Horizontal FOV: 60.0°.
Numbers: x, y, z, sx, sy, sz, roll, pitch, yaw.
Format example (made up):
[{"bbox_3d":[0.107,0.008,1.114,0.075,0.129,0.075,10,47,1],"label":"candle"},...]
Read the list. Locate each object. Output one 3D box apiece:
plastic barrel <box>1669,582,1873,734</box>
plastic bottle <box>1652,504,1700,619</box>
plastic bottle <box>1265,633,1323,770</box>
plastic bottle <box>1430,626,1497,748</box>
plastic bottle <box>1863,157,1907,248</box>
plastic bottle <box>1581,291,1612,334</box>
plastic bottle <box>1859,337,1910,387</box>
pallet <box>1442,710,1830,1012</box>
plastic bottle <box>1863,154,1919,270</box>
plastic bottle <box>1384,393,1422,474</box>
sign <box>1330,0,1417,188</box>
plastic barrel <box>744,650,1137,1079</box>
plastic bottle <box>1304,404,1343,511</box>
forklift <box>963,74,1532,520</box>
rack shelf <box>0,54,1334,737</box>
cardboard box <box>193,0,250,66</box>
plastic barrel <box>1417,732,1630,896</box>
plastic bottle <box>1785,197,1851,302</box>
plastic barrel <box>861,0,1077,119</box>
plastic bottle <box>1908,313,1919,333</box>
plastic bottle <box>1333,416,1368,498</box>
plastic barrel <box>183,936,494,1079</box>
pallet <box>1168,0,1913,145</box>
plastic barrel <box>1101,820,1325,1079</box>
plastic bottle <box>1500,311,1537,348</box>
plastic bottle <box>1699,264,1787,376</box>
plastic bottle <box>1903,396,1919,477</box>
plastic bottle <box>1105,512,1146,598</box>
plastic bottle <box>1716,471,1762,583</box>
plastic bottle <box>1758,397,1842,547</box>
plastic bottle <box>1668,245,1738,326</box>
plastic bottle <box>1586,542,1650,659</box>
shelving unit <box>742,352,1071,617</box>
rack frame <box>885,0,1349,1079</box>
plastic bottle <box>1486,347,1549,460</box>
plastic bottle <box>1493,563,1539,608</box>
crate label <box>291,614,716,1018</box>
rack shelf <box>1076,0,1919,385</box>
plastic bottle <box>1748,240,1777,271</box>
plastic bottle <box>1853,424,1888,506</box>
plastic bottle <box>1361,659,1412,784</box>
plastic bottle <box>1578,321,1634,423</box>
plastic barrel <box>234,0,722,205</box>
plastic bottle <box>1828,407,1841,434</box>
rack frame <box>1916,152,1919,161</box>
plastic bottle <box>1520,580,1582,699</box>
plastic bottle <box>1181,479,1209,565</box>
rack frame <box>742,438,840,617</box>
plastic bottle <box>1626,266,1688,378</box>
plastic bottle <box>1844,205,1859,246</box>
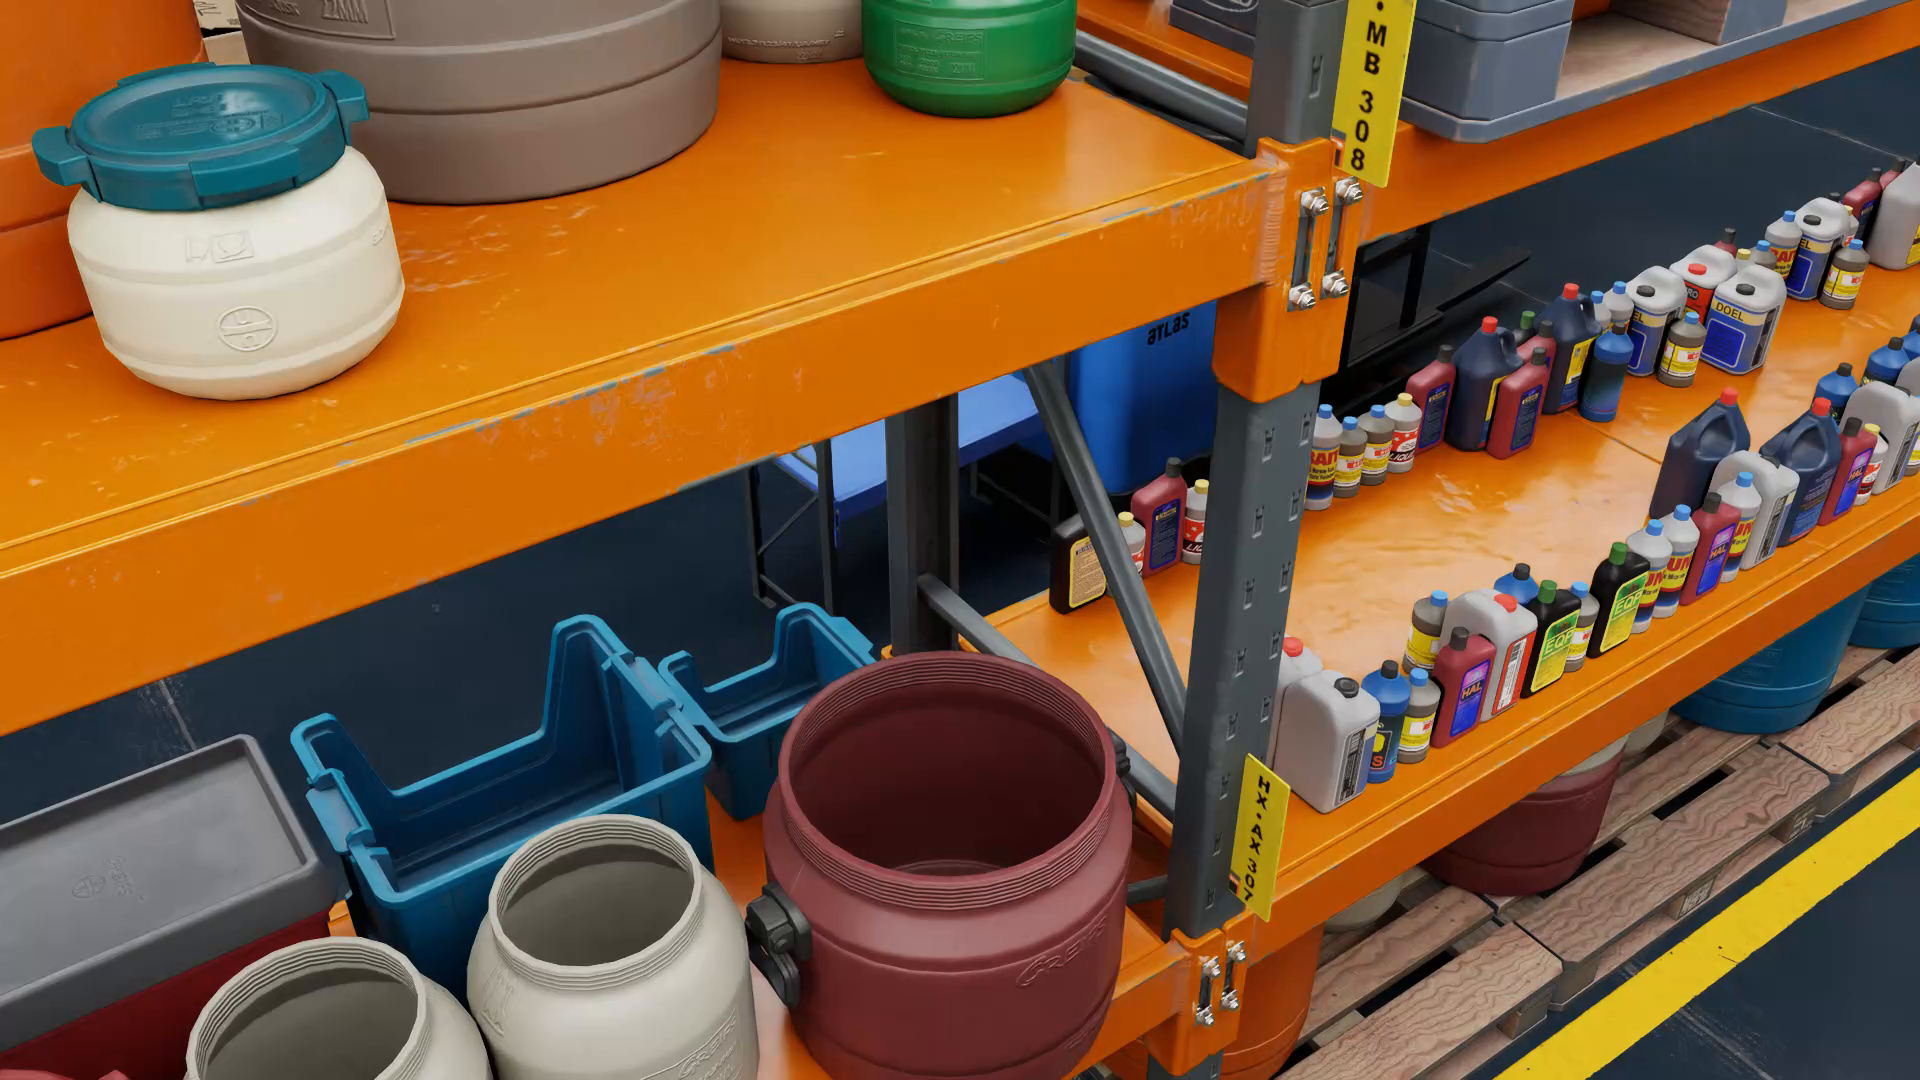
[{"bbox_3d":[2.421,0.066,5.027,0.708,0.901,0.600,-22,41,-28],"label":"plastic barrel"},{"bbox_3d":[1.590,0.041,3.735,0.097,0.271,0.097,0,36,0],"label":"plastic bottle"},{"bbox_3d":[0.637,0.303,3.366,0.135,0.276,0.152,-22,41,-28],"label":"plastic bottle"},{"bbox_3d":[1.019,0.284,3.386,0.133,0.283,0.061,-22,41,-28],"label":"plastic bottle"},{"bbox_3d":[2.909,-1.062,5.257,0.133,0.283,0.061,-22,41,-28],"label":"plastic bottle"},{"bbox_3d":[1.720,-0.555,4.562,0.097,0.271,0.097,0,36,0],"label":"plastic bottle"},{"bbox_3d":[2.410,-0.405,4.355,0.097,0.271,0.097,0,36,0],"label":"plastic bottle"},{"bbox_3d":[1.801,0.756,5.019,1.213,0.211,1.003,-22,41,-28],"label":"pallet"},{"bbox_3d":[2.947,-1.032,5.157,0.185,0.351,0.144,-22,41,-28],"label":"plastic bottle"},{"bbox_3d":[1.120,-0.279,4.240,0.097,0.201,0.097,0,36,0],"label":"plastic bottle"},{"bbox_3d":[0.507,-0.599,2.034,0.005,0.325,0.100,-22,41,-28],"label":"sign"},{"bbox_3d":[-0.020,0.562,2.783,0.708,0.536,0.600,-22,41,-28],"label":"plastic barrel"},{"bbox_3d":[0.881,-0.210,4.083,0.097,0.271,0.097,0,36,0],"label":"plastic bottle"},{"bbox_3d":[1.316,-1.893,6.372,3.031,2.935,1.130,-28,44,-33],"label":"forklift"},{"bbox_3d":[-1.450,0.064,1.640,4.000,0.370,1.077,-22,41,-28],"label":"rack shelf"},{"bbox_3d":[-2.988,-1.911,6.415,0.500,0.311,0.500,-20,40,-25],"label":"cardboard box"},{"bbox_3d":[1.498,0.573,4.591,0.708,0.588,0.600,-22,41,-28],"label":"plastic barrel"},{"bbox_3d":[2.557,-0.882,5.013,0.135,0.276,0.152,-22,41,-28],"label":"plastic bottle"},{"bbox_3d":[0.012,-0.731,2.261,0.294,0.245,0.294,0,36,0],"label":"plastic barrel"},{"bbox_3d":[2.657,-0.550,4.488,0.185,0.351,0.144,-22,41,-28],"label":"plastic bottle"},{"bbox_3d":[0.961,-0.214,4.149,0.097,0.201,0.097,0,36,0],"label":"plastic bottle"},{"bbox_3d":[-0.878,0.861,2.388,0.421,0.512,0.421,0,36,0],"label":"plastic barrel"},{"bbox_3d":[0.866,-1.035,2.713,1.213,0.211,1.003,-22,41,-28],"label":"pallet"},{"bbox_3d":[0.575,0.854,3.992,0.708,0.830,0.600,-22,41,-28],"label":"plastic barrel"},{"bbox_3d":[1.464,-0.467,4.431,0.133,0.283,0.061,-22,41,-28],"label":"plastic bottle"},{"bbox_3d":[2.187,-0.621,4.650,0.135,0.276,0.152,-22,41,-28],"label":"plastic bottle"},{"bbox_3d":[2.418,-0.272,4.229,0.097,0.201,0.097,0,36,0],"label":"plastic bottle"},{"bbox_3d":[0.374,0.027,3.813,0.097,0.201,0.097,0,36,0],"label":"plastic bottle"},{"bbox_3d":[1.779,-0.037,3.842,0.097,0.271,0.097,0,36,0],"label":"plastic bottle"},{"bbox_3d":[1.991,-0.173,3.964,0.185,0.351,0.144,-22,41,-28],"label":"plastic bottle"},{"bbox_3d":[2.099,-0.693,4.751,0.135,0.276,0.152,-22,41,-28],"label":"plastic bottle"},{"bbox_3d":[1.427,0.116,3.619,0.133,0.283,0.061,-22,41,-28],"label":"plastic bottle"},{"bbox_3d":[-0.180,-0.492,5.650,1.048,1.500,0.538,-26,43,-31],"label":"shelving unit"},{"bbox_3d":[0.185,0.317,3.241,0.127,3.000,1.000,-22,41,-28],"label":"rack frame"},{"bbox_3d":[1.438,-0.354,4.272,0.133,0.283,0.061,-22,41,-28],"label":"plastic bottle"},{"bbox_3d":[1.178,0.167,3.559,0.097,0.271,0.097,0,36,0],"label":"plastic bottle"},{"bbox_3d":[-0.783,0.507,2.945,0.616,0.435,0.502,-22,41,-28],"label":"crate label"},{"bbox_3d":[1.819,-1.282,3.510,4.000,0.370,1.077,-22,41,-28],"label":"rack shelf"},{"bbox_3d":[2.367,-0.793,4.953,0.097,0.201,0.097,0,36,0],"label":"plastic bottle"},{"bbox_3d":[2.229,-0.194,4.120,0.097,0.201,0.097,0,36,0],"label":"plastic bottle"},{"bbox_3d":[0.835,0.352,3.302,0.097,0.271,0.097,0,36,0],"label":"plastic bottle"},{"bbox_3d":[1.723,-0.453,4.421,0.097,0.271,0.097,0,36,0],"label":"plastic bottle"},{"bbox_3d":[-0.612,-0.932,1.979,0.600,0.901,0.600,0,36,0],"label":"plastic barrel"},{"bbox_3d":[2.085,-0.206,4.078,0.097,0.271,0.097,0,36,0],"label":"plastic bottle"},{"bbox_3d":[3.454,-1.029,5.112,0.127,3.000,1.000,-22,41,-28],"label":"rack frame"},{"bbox_3d":[1.238,0.194,3.512,0.133,0.283,0.061,-22,41,-28],"label":"plastic bottle"},{"bbox_3d":[0.563,-0.050,3.921,0.097,0.201,0.097,0,36,0],"label":"plastic bottle"},{"bbox_3d":[-0.571,-0.302,5.386,0.032,1.500,0.500,-26,43,-31],"label":"rack frame"},{"bbox_3d":[1.910,-0.615,4.643,0.135,0.276,0.152,-22,41,-28],"label":"plastic bottle"},{"bbox_3d":[2.716,-0.936,5.153,0.097,0.201,0.097,0,36,0],"label":"plastic bottle"}]
